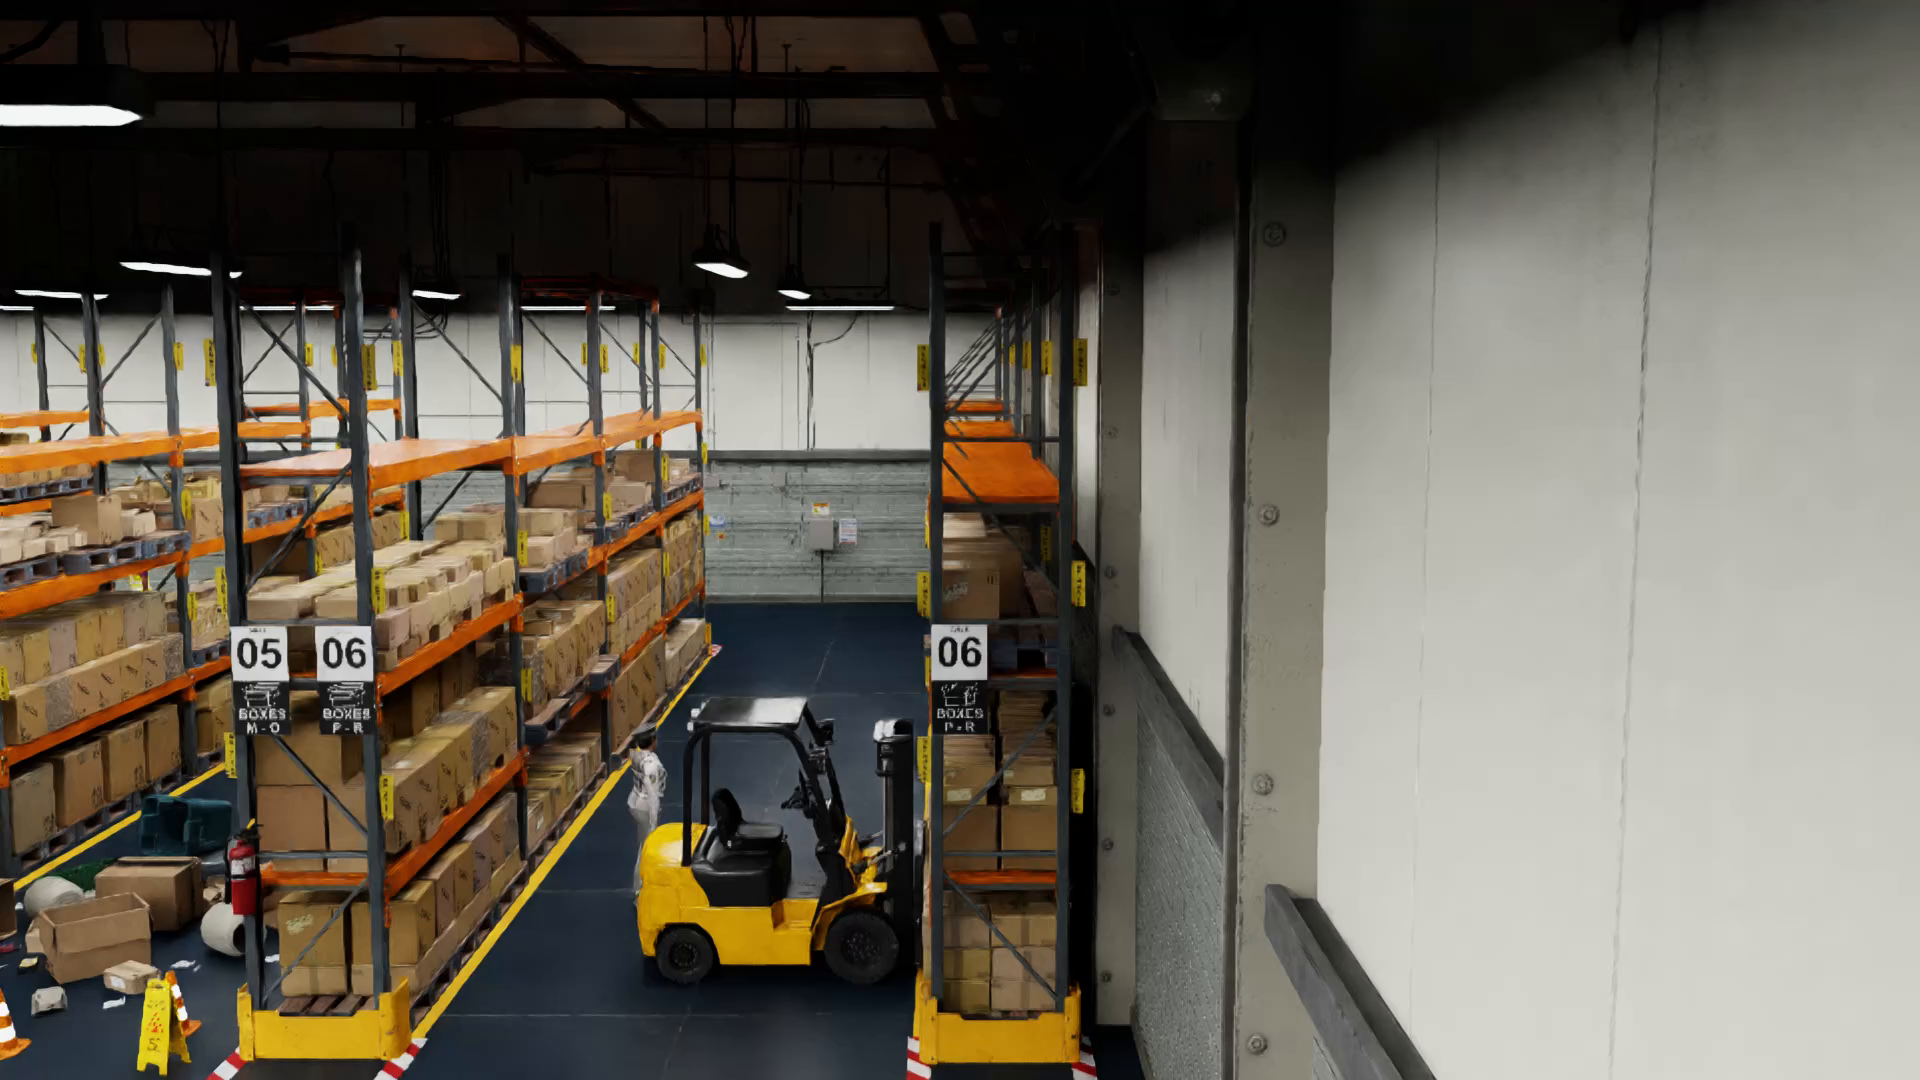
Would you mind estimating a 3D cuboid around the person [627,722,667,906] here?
[{"bbox_3d":[-2.842,2.530,15.435,0.492,1.673,0.507,-4,8,-28],"label":"person"}]

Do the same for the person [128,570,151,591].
[{"bbox_3d":[-14.270,0.902,28.987,0.384,1.759,0.654,-4,8,-30],"label":"person"}]

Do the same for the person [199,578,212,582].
[{"bbox_3d":[-11.627,1.352,25.785,0.495,1.586,1.086,0,7,2],"label":"person"}]
